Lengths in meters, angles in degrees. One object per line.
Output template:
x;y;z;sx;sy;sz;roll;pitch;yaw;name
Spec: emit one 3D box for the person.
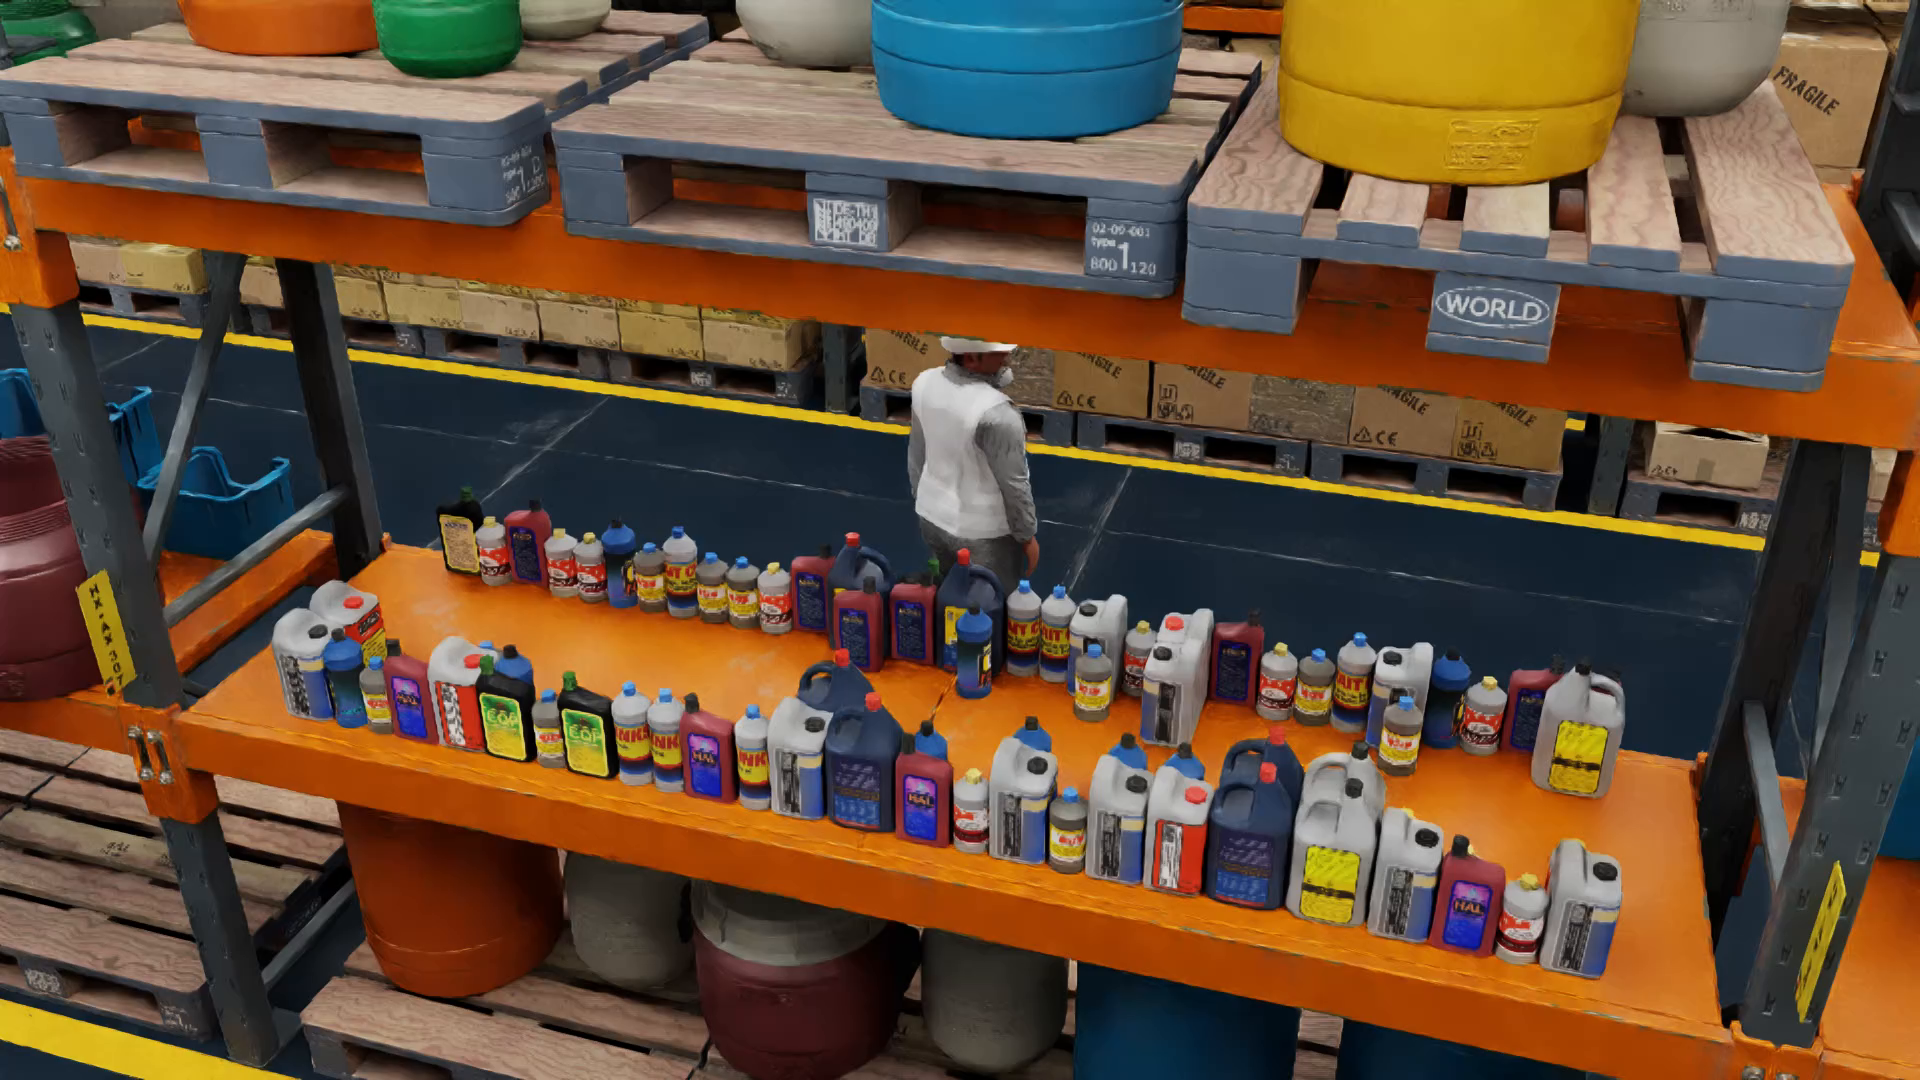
0.106;-0.094;6.241;0.491;1.776;0.570;-21;35;-33;person
